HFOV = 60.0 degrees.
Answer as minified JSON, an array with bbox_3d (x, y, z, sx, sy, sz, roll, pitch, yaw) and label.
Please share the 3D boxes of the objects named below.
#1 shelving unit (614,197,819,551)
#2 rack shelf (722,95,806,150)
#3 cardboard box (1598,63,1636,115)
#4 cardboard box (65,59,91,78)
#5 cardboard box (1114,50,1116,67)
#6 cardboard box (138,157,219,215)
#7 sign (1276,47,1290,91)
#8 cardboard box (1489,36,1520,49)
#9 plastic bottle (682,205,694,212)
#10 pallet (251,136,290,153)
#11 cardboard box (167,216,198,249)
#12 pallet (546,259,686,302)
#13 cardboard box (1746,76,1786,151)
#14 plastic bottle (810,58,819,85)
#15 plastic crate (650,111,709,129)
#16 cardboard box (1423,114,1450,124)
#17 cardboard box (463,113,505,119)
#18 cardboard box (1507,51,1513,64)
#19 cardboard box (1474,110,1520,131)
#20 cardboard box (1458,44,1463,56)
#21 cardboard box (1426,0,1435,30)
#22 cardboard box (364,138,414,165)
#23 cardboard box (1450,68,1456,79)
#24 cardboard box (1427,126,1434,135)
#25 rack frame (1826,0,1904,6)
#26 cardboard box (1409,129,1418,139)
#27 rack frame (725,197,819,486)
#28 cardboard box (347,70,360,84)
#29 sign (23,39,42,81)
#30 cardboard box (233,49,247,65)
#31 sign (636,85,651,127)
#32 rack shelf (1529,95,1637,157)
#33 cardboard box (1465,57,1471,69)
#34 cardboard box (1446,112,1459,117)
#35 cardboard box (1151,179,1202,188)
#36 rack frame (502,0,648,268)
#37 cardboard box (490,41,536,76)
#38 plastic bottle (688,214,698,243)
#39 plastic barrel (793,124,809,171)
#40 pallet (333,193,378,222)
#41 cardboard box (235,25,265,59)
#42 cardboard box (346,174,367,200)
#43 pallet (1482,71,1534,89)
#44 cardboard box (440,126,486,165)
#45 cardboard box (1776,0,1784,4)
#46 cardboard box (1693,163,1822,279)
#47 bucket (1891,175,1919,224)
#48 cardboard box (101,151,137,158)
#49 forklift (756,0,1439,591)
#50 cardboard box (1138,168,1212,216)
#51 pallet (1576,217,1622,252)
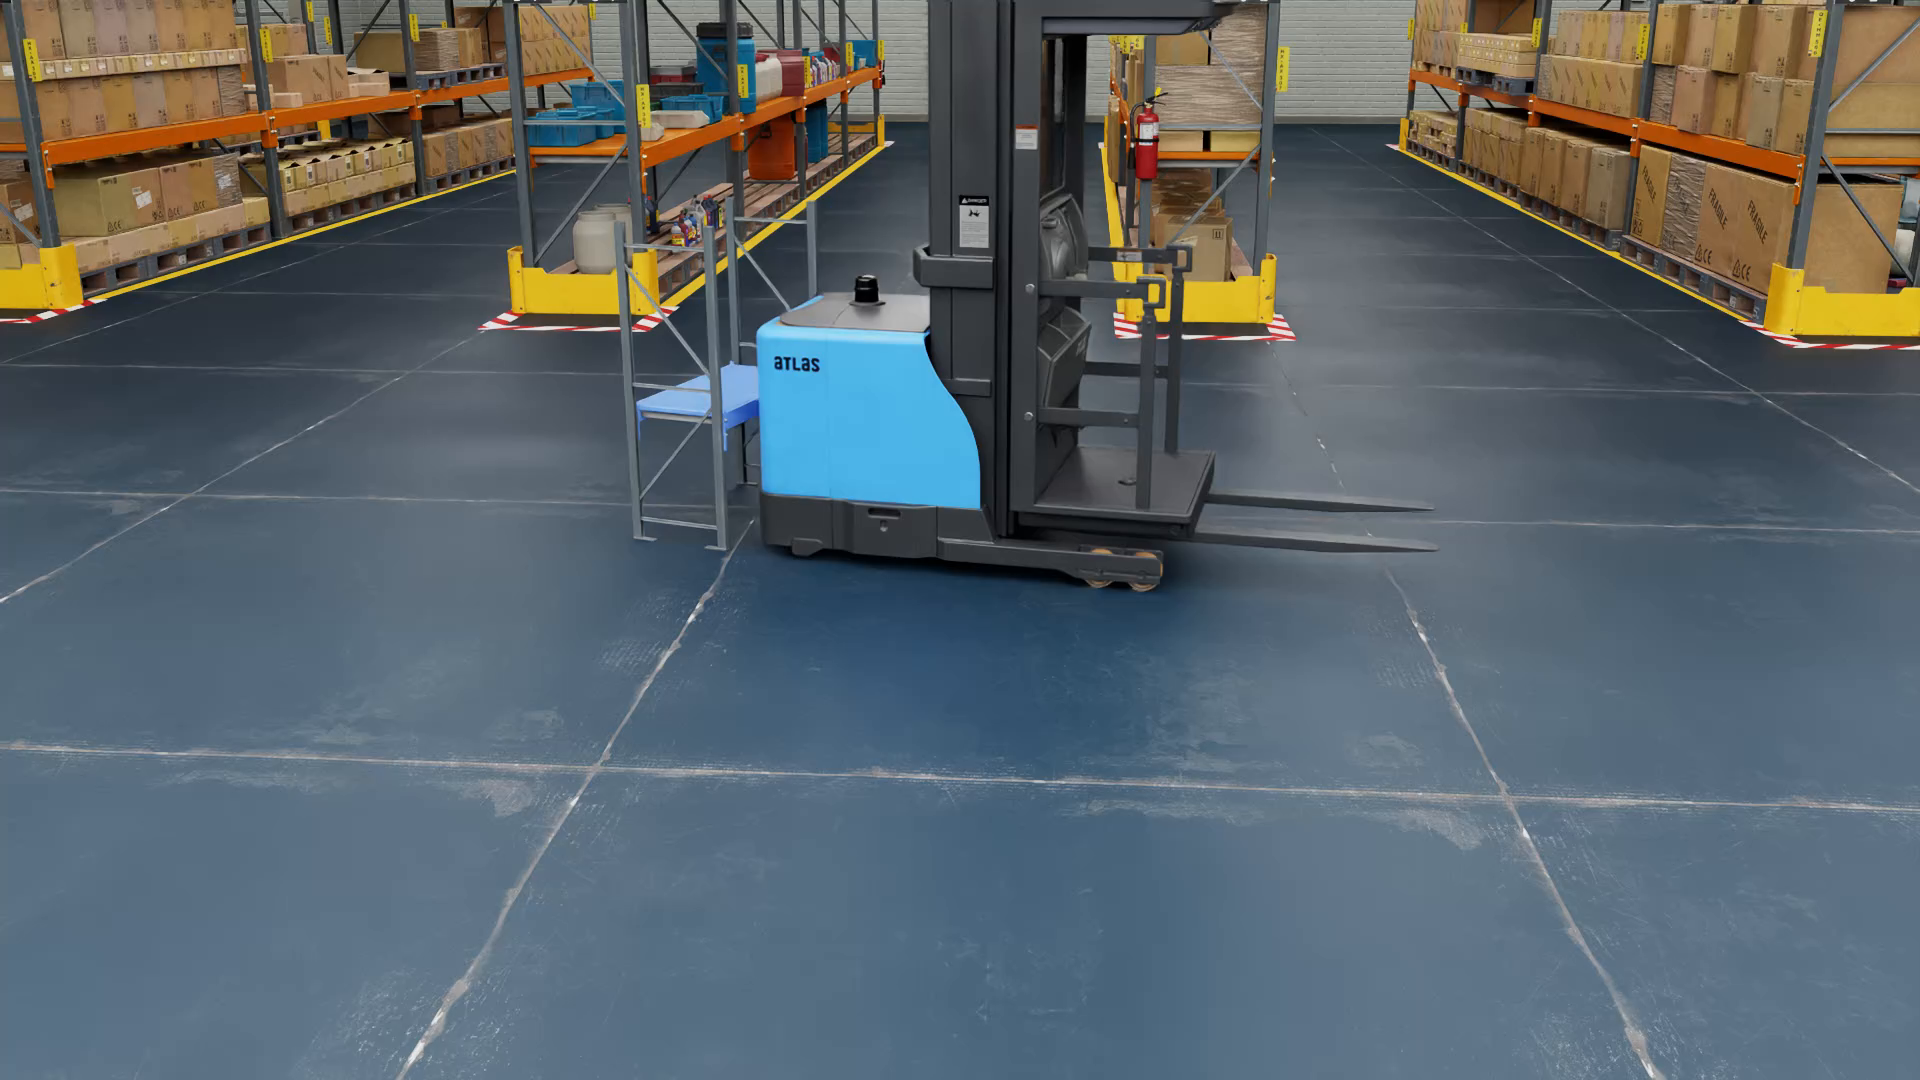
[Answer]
[{"bbox_3d":[-1.132,-0.840,8.077,0.538,1.500,1.048,7,19,20],"label":"shelving unit"},{"bbox_3d":[-2.605,-4.814,18.954,1.077,0.370,4.000,1,18,4],"label":"rack shelf"},{"bbox_3d":[6.939,-4.655,17.151,0.500,0.500,0.500,1,18,3],"label":"cardboard box"},{"bbox_3d":[-7.697,-4.037,14.223,0.380,0.149,0.250,1,18,4],"label":"cardboard box"},{"bbox_3d":[2.535,-7.122,24.605,0.500,0.250,0.500,1,18,3],"label":"cardboard box"},{"bbox_3d":[-7.584,-3.437,16.131,0.500,0.500,0.500,1,18,4],"label":"cardboard box"},{"bbox_3d":[2.446,-3.582,12.646,0.100,0.325,0.005,1,18,4],"label":"sign"},{"bbox_3d":[7.091,-6.452,21.569,0.380,0.149,0.250,2,18,7],"label":"cardboard box"},{"bbox_3d":[-2.670,-3.179,16.476,0.152,0.276,0.135,1,18,4],"label":"plastic bottle"},{"bbox_3d":[-11.839,-6.530,27.513,1.003,0.211,1.213,1,18,4],"label":"pallet"},{"bbox_3d":[-7.606,-2.925,15.773,0.500,0.250,0.500,1,18,4],"label":"cardboard box"},{"bbox_3d":[-3.013,-2.245,14.434,1.003,0.211,1.213,1,18,4],"label":"pallet"},{"bbox_3d":[6.844,-3.399,13.238,0.875,0.550,0.550,1,18,4],"label":"cardboard box"},{"bbox_3d":[-1.993,-6.361,22.599,0.144,0.351,0.185,1,18,4],"label":"plastic bottle"},{"bbox_3d":[-2.612,-3.900,15.431,0.530,0.136,0.437,1,18,4],"label":"plastic crate"},{"bbox_3d":[7.635,-6.739,26.621,0.380,0.149,0.250,0,18,1],"label":"cardboard box"},{"bbox_3d":[-7.357,-6.336,25.750,0.500,0.500,0.500,1,18,4],"label":"cardboard box"},{"bbox_3d":[7.017,-5.993,20.646,0.380,0.149,0.250,2,18,6],"label":"cardboard box"},{"bbox_3d":[7.353,-5.746,22.778,0.500,0.250,0.500,2,18,5],"label":"cardboard box"},{"bbox_3d":[7.218,-6.877,23.343,0.380,0.149,0.250,2,18,5],"label":"cardboard box"},{"bbox_3d":[7.606,-8.222,25.954,0.500,0.500,0.500,1,18,3],"label":"cardboard box"},{"bbox_3d":[-7.194,-4.880,20.841,0.500,0.311,0.500,2,18,5],"label":"cardboard box"},{"bbox_3d":[7.402,-6.824,24.335,0.380,0.149,0.250,1,18,2],"label":"cardboard box"},{"bbox_3d":[7.642,-6.515,26.415,0.380,0.149,0.250,0,18,1],"label":"cardboard box"},{"bbox_3d":[12.650,-6.688,23.516,1.000,3.000,0.127,1,18,4],"label":"rack frame"},{"bbox_3d":[7.635,-6.699,27.453,0.380,0.149,0.250,2,18,5],"label":"cardboard box"},{"bbox_3d":[-0.946,-0.987,8.527,0.500,1.500,0.032,7,19,20],"label":"rack frame"},{"bbox_3d":[-7.659,-5.573,20.258,0.500,0.311,0.500,1,18,3],"label":"cardboard box"},{"bbox_3d":[-7.422,-3.839,13.305,0.100,0.325,0.005,1,18,4],"label":"sign"},{"bbox_3d":[-7.495,-4.913,16.898,0.380,0.149,0.250,1,18,4],"label":"cardboard box"},{"bbox_3d":[-2.487,-3.411,13.070,0.100,0.325,0.005,1,18,4],"label":"sign"},{"bbox_3d":[7.275,-4.562,18.183,1.077,0.370,4.000,1,18,4],"label":"rack shelf"},{"bbox_3d":[7.182,-6.571,22.890,0.380,0.149,0.250,1,18,4],"label":"cardboard box"},{"bbox_3d":[8.132,-6.890,27.082,0.380,0.149,0.250,2,18,5],"label":"cardboard box"},{"bbox_3d":[2.123,-3.313,16.556,0.500,0.500,0.500,1,18,2],"label":"cardboard box"},{"bbox_3d":[-3.035,-3.293,13.155,1.000,3.000,0.127,1,18,4],"label":"rack frame"},{"bbox_3d":[-6.807,-7.331,25.319,0.500,0.500,0.500,2,18,5],"label":"cardboard box"},{"bbox_3d":[-2.548,-2.962,15.820,0.097,0.271,0.097,0,18,0],"label":"plastic bottle"},{"bbox_3d":[-2.363,-5.334,22.583,0.600,0.588,0.708,1,18,4],"label":"plastic barrel"},{"bbox_3d":[-7.590,-3.931,19.582,1.003,0.211,1.213,1,18,4],"label":"pallet"},{"bbox_3d":[-11.901,-8.004,27.052,0.980,0.700,0.700,0,18,1],"label":"cardboard box"},{"bbox_3d":[-7.303,-4.137,19.473,0.500,0.250,0.500,2,18,5],"label":"cardboard box"},{"bbox_3d":[7.520,-6.049,21.875,1.003,0.211,1.213,1,18,4],"label":"pallet"},{"bbox_3d":[-6.979,-5.526,23.278,0.500,0.500,0.500,1,18,2],"label":"cardboard box"},{"bbox_3d":[12.512,-8.094,24.999,0.380,0.149,0.250,1,18,4],"label":"cardboard box"},{"bbox_3d":[6.889,-2.715,14.131,0.875,0.875,0.875,1,18,3],"label":"cardboard box"},{"bbox_3d":[9.422,-3.355,16.162,0.726,0.611,0.620,8,10,23],"label":"bucket"},{"bbox_3d":[-12.090,-5.674,23.200,0.750,0.750,0.750,1,18,4],"label":"cardboard box"},{"bbox_3d":[0.650,-1.354,7.348,3.031,2.935,1.130,4,19,13],"label":"forklift"},{"bbox_3d":[2.257,-3.636,17.510,0.700,0.500,0.500,0,18,0],"label":"cardboard box"},{"bbox_3d":[7.112,-3.199,17.346,1.003,0.211,1.213,1,18,4],"label":"pallet"}]
